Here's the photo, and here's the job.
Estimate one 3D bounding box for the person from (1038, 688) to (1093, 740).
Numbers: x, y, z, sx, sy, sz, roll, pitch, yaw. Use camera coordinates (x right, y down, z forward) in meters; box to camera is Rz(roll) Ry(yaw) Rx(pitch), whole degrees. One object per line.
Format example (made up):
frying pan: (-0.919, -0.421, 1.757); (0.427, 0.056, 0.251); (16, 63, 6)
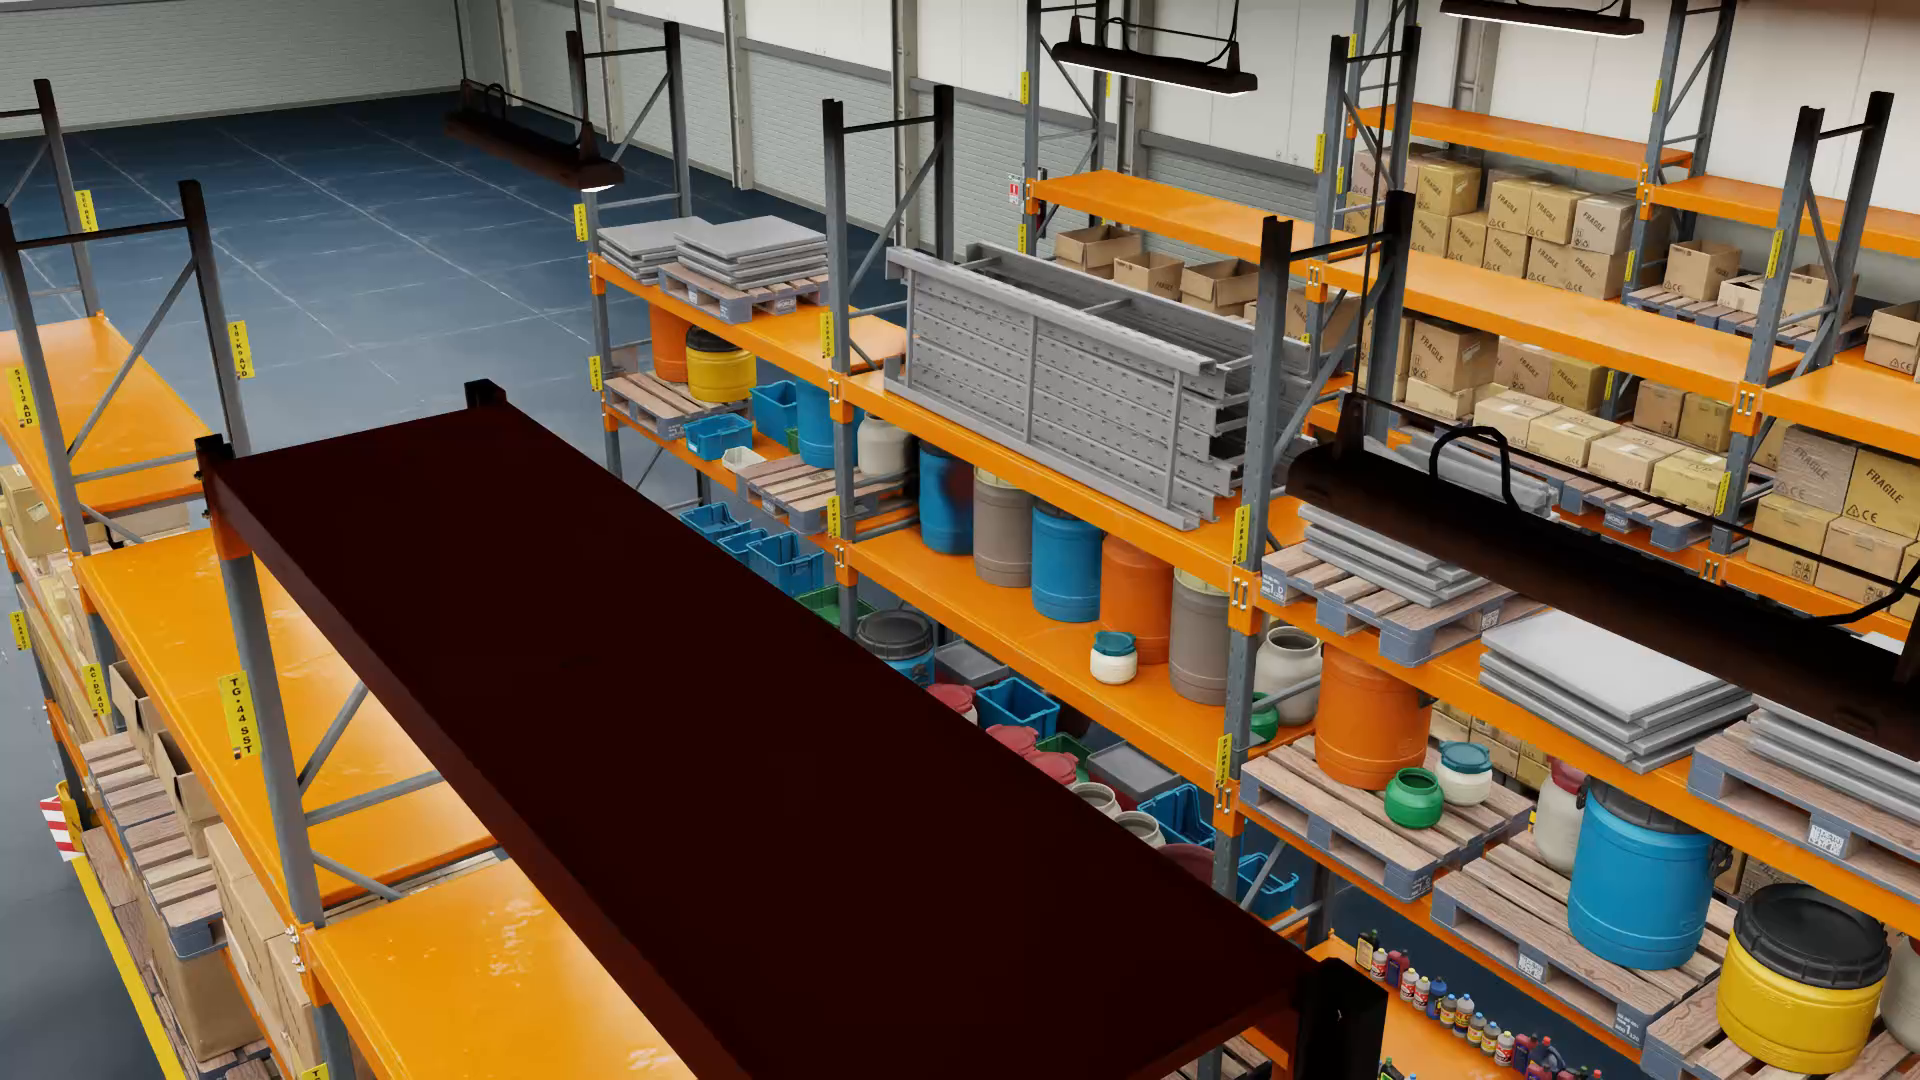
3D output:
person: (0.965, 1.408, 13.933); (0.624, 1.845, 0.646); (21, 32, 38)
